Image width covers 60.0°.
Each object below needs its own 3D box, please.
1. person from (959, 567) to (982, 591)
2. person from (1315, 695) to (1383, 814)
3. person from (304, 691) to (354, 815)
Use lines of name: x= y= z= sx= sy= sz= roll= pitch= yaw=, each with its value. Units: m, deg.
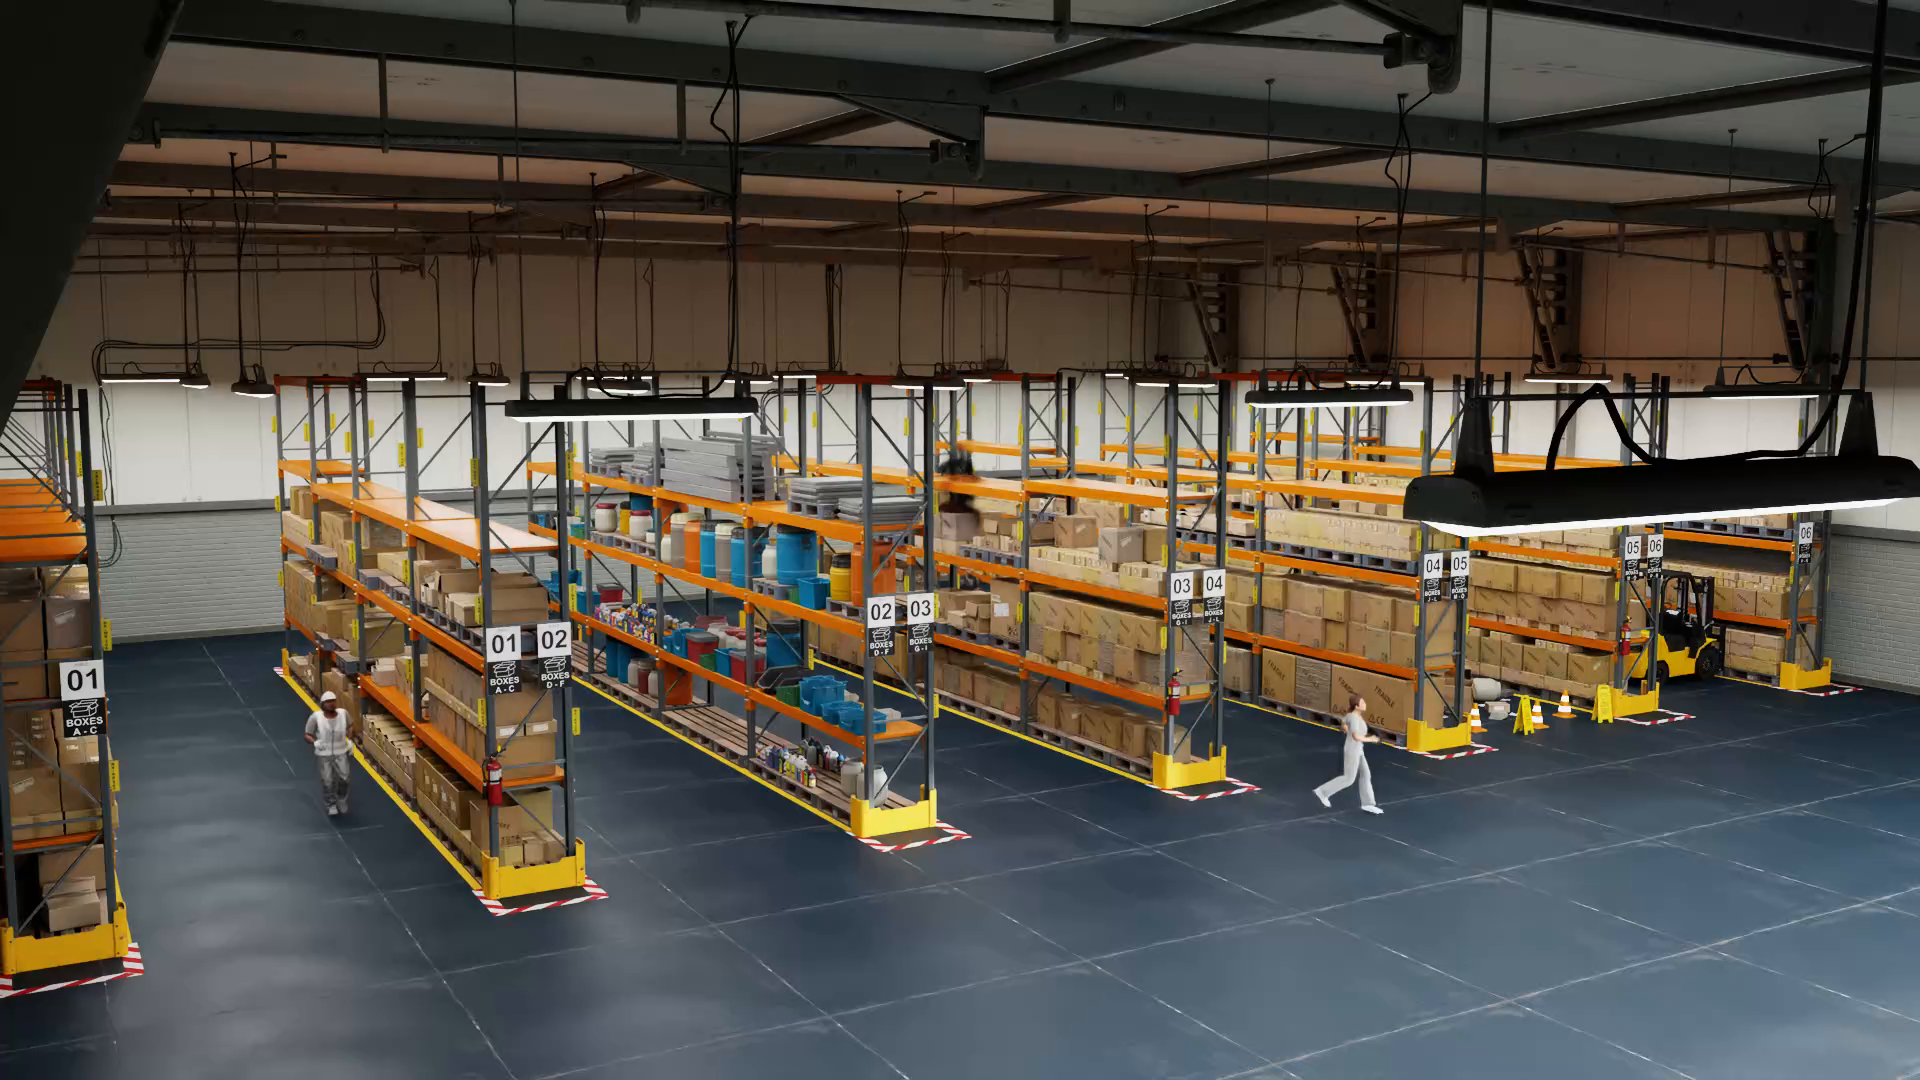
person: x=0.184 y=1.439 z=36.977 sx=0.626 sy=1.781 sz=0.754 roll=-4 pitch=8 yaw=-35
person: x=5.433 y=2.977 z=23.162 sx=0.950 sy=1.676 sz=0.577 roll=1 pitch=6 yaw=10
person: x=-8.637 y=2.950 z=22.866 sx=0.679 sy=1.744 sz=0.607 roll=-3 pitch=7 yaw=-28
